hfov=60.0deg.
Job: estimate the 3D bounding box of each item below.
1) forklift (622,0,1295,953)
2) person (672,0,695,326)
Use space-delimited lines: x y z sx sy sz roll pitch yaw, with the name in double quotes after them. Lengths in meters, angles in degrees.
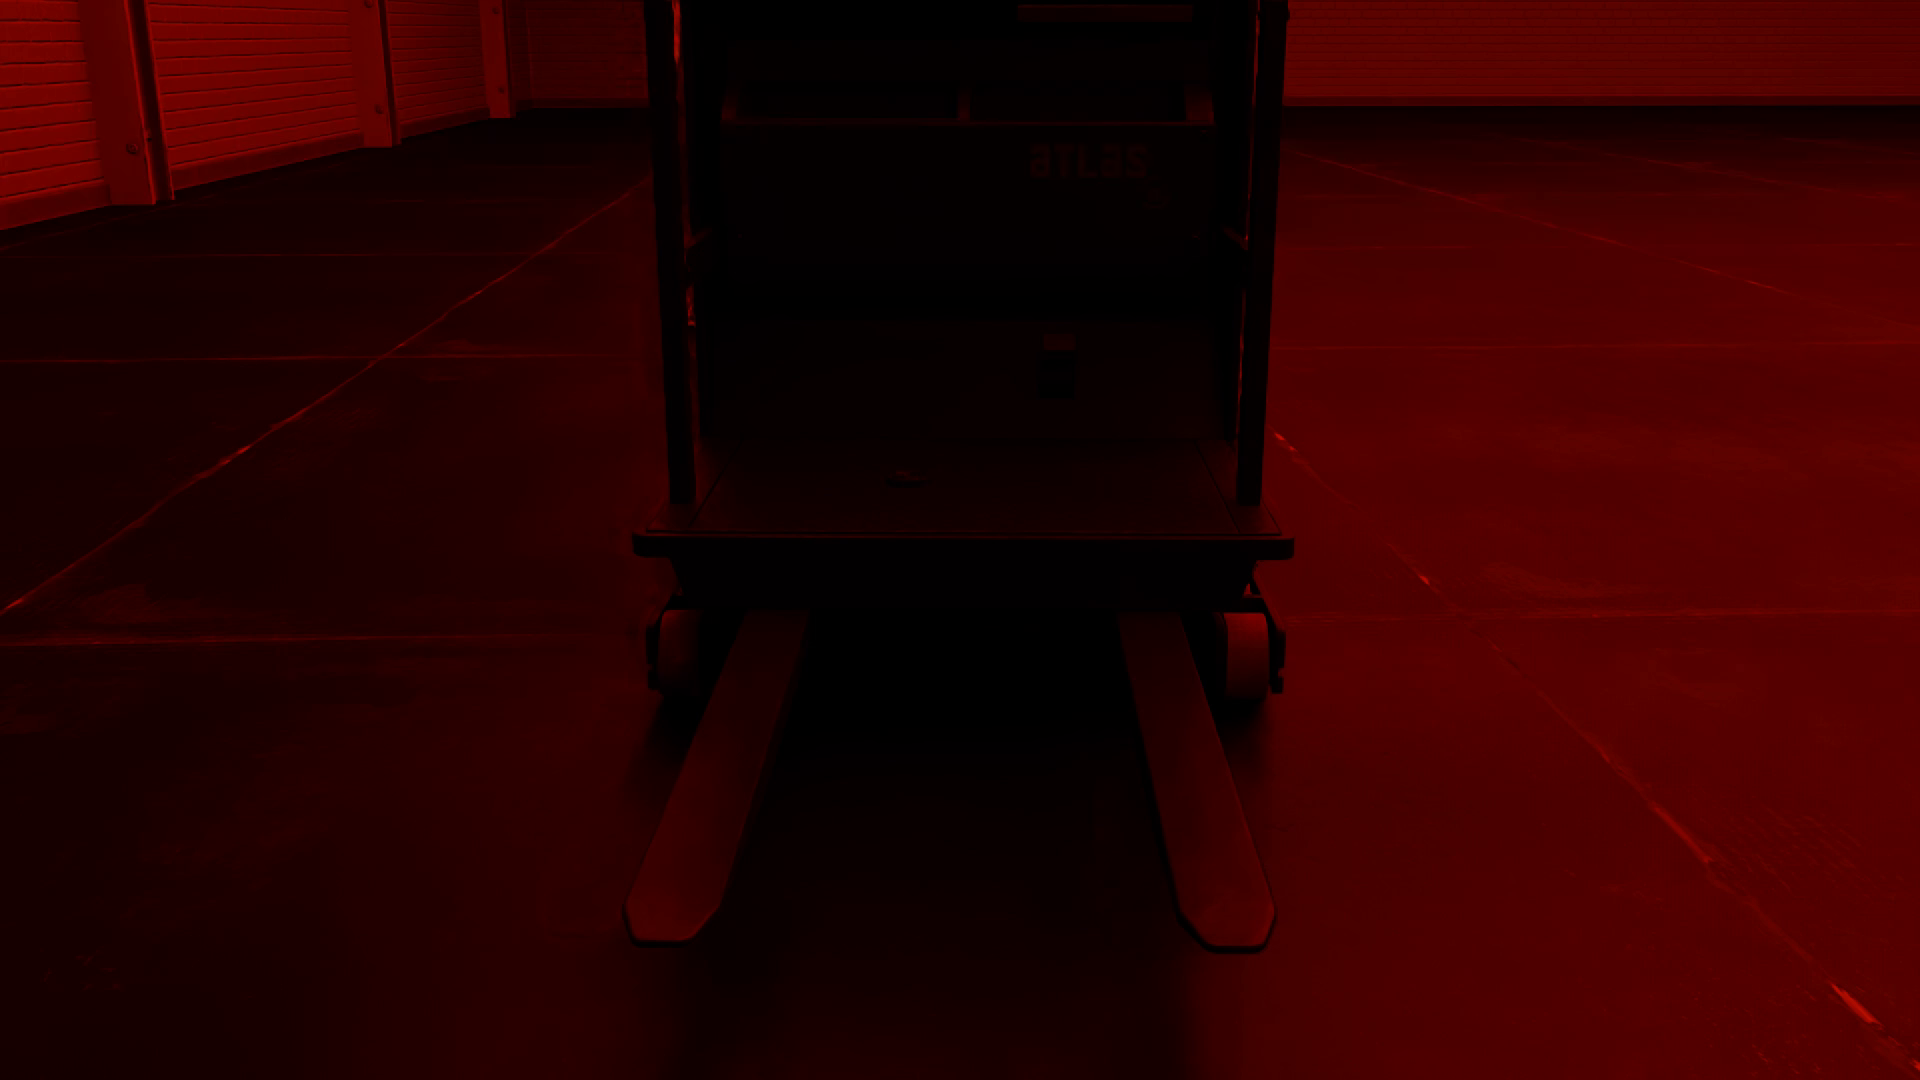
0.012 -1.203 2.841 1.130 2.935 3.031 0 17 1 "forklift"
-0.942 -1.620 6.499 0.464 1.590 0.347 -5 18 -17 "person"
